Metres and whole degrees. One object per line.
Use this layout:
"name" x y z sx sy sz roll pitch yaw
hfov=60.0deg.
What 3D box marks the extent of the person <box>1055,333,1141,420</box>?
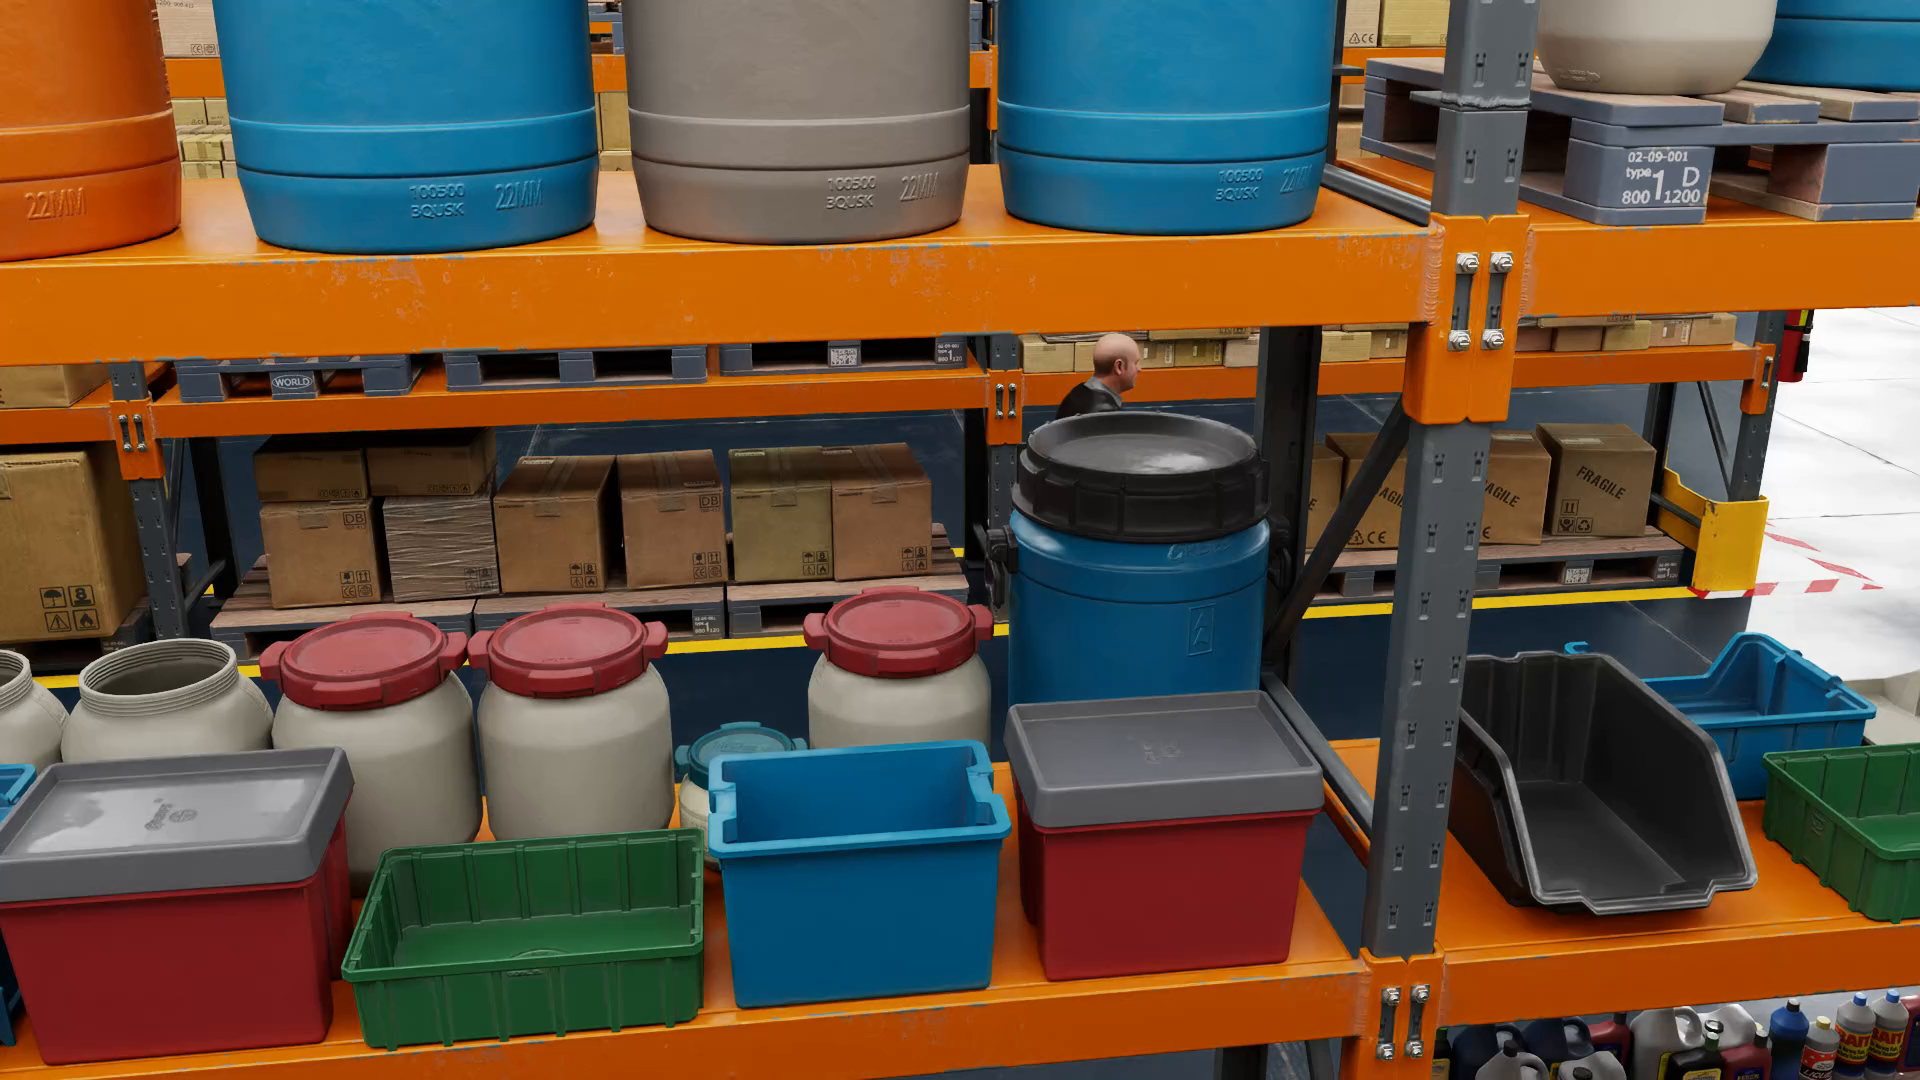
"person" 0.580 -0.044 7.231 0.424 1.719 0.583 -4 20 -11
